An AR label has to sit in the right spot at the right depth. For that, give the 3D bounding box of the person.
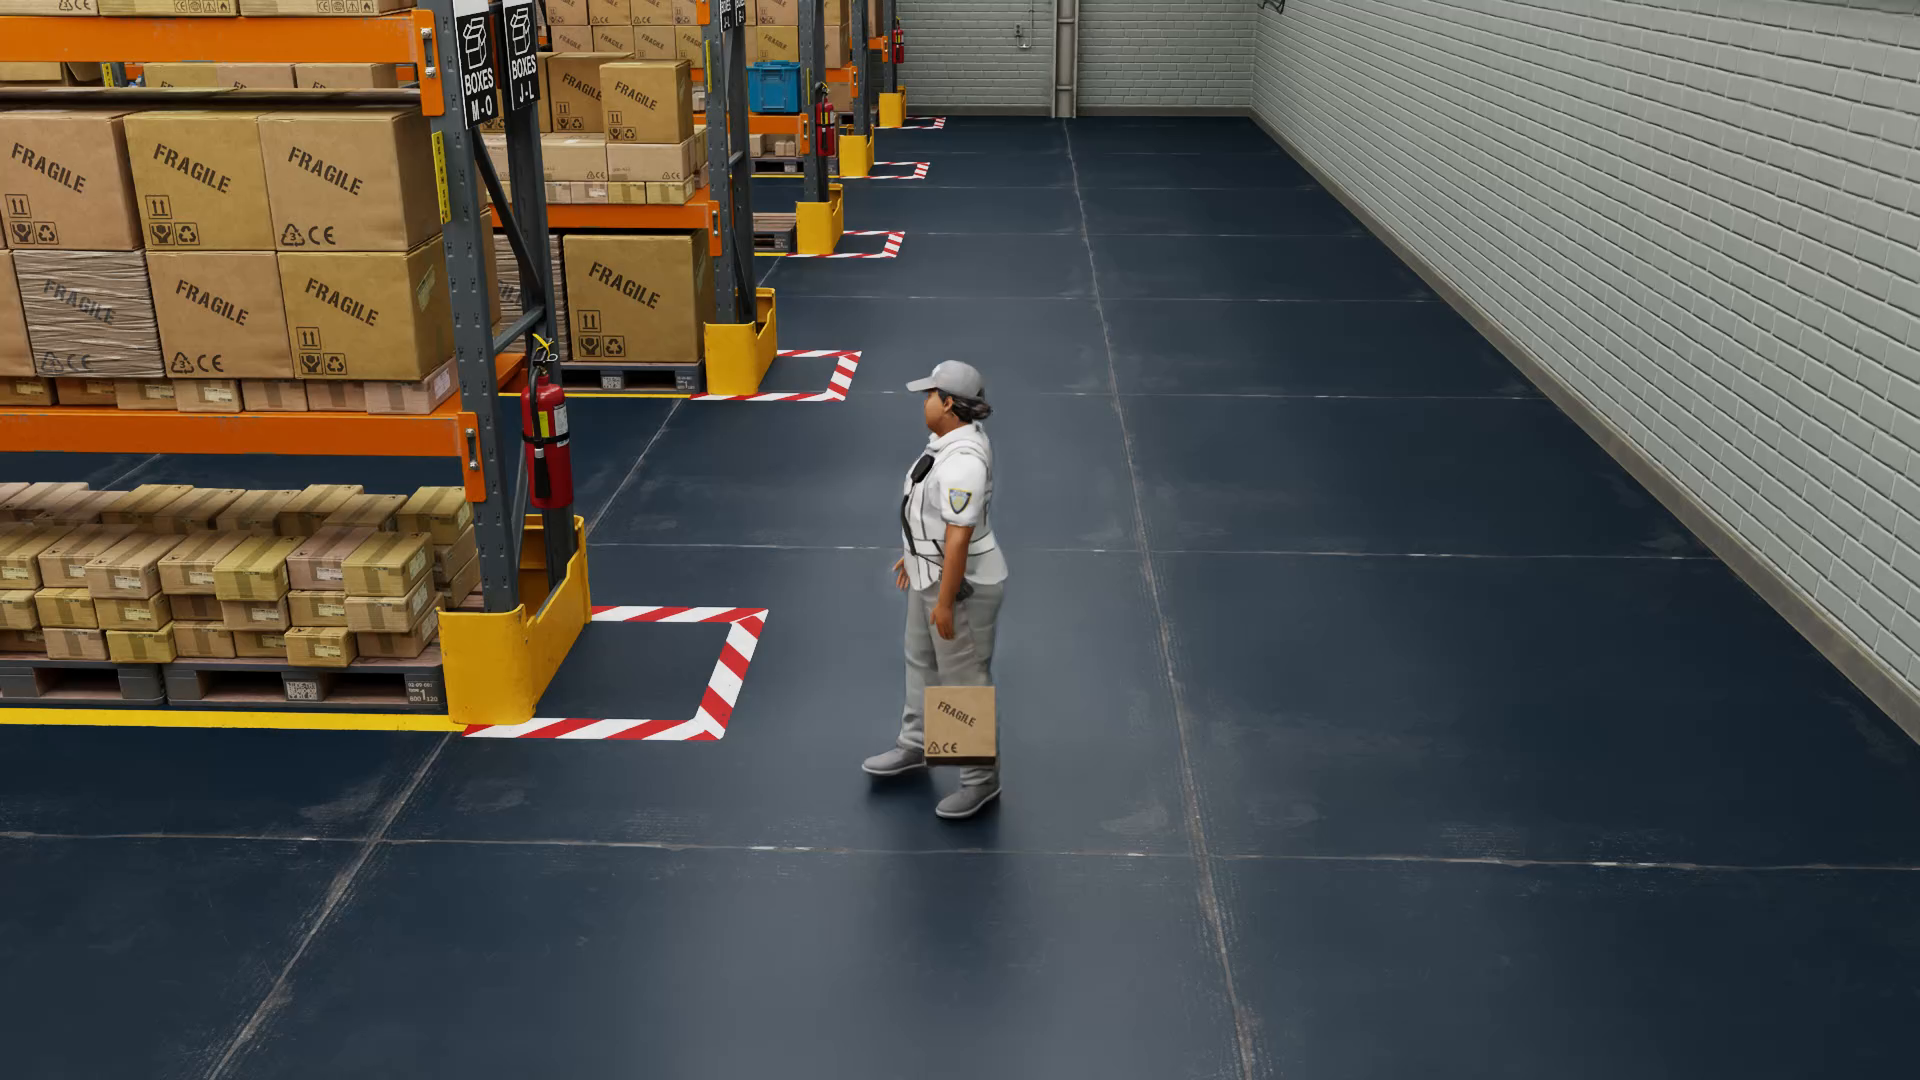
[{"bbox_3d":[-0.095,0.171,6.078,0.534,1.670,0.520,-4,21,-9],"label":"person"}]
